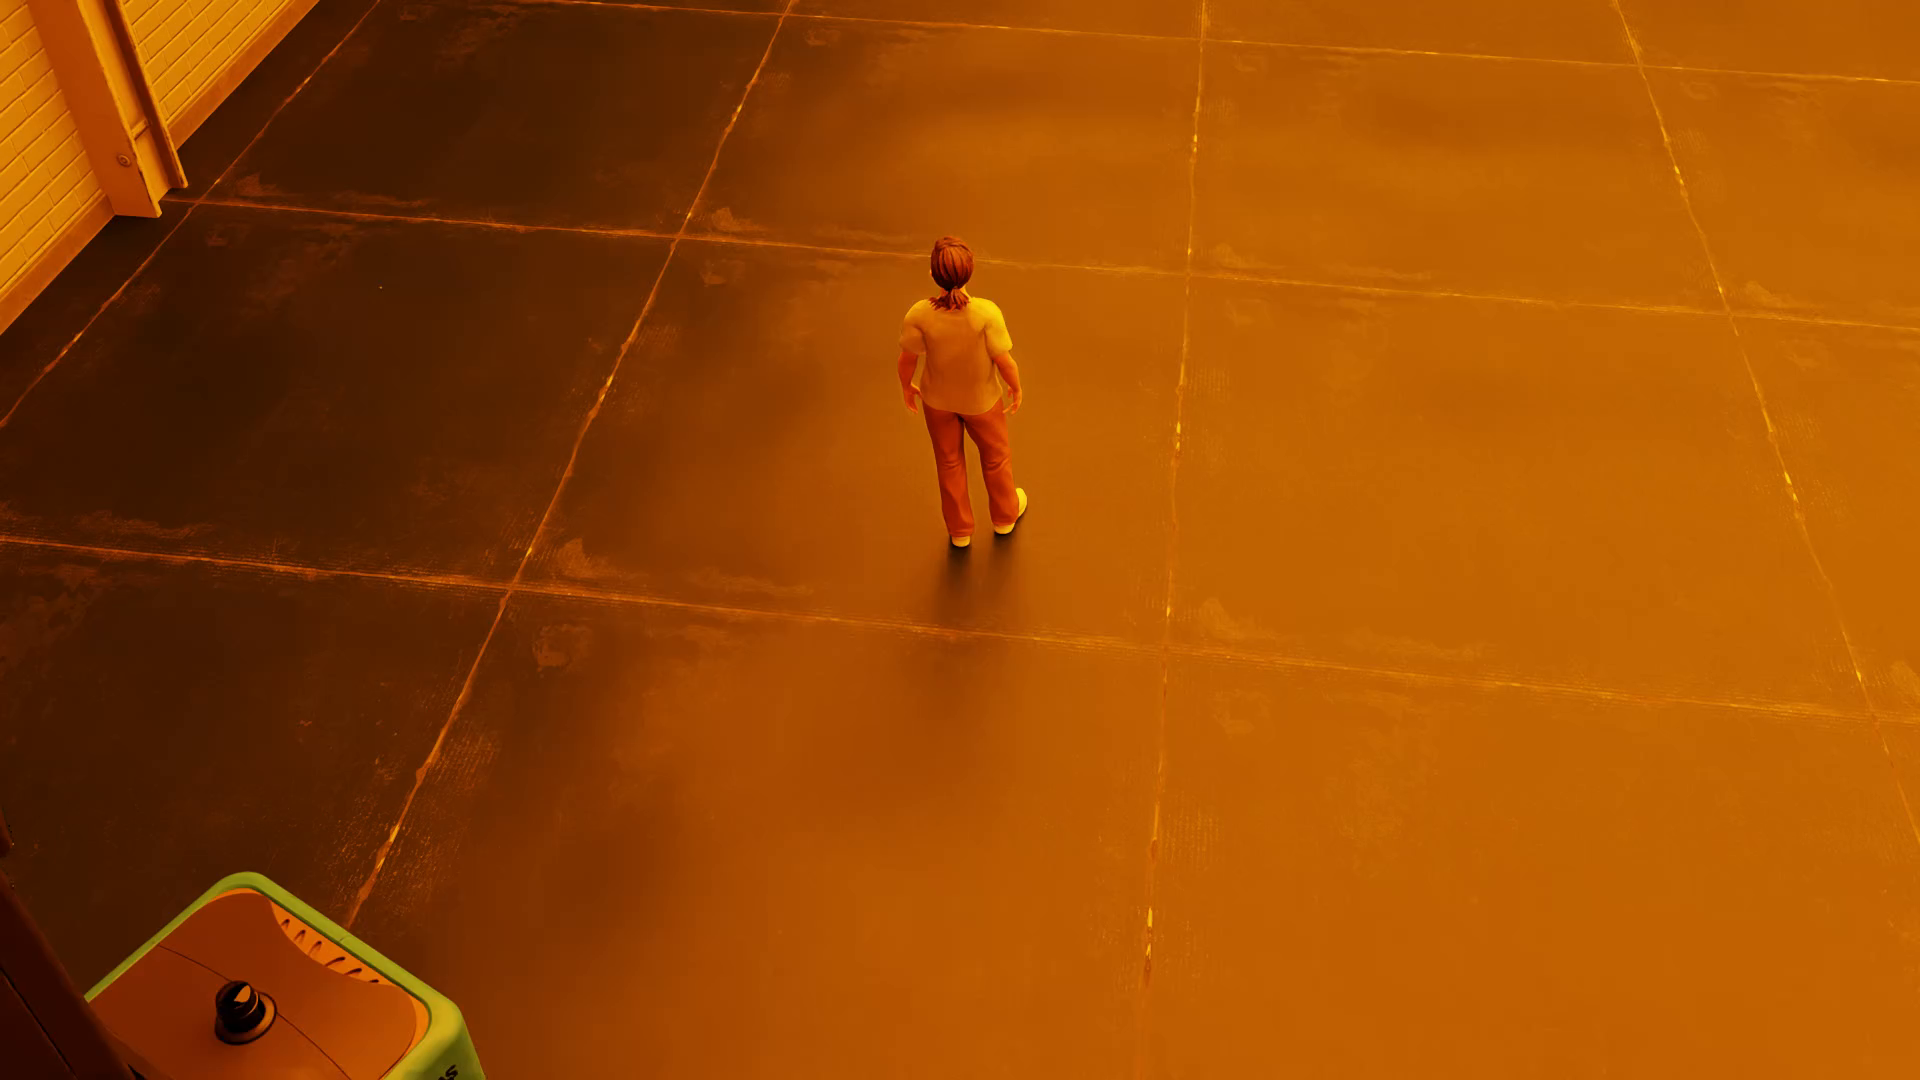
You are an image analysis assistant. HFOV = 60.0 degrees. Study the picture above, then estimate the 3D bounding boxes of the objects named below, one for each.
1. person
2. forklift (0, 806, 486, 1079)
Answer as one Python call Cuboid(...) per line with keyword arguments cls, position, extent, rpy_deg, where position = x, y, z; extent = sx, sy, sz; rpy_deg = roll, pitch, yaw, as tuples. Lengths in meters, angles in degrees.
Cuboid(cls="person", position=(0.022, -0.677, 7.378), extent=(0.553, 1.673, 0.532), rpy_deg=(5, 43, 6))
Cuboid(cls="forklift", position=(-2.654, 1.739, 3.831), extent=(1.130, 2.935, 3.031), rpy_deg=(24, 48, 24))
